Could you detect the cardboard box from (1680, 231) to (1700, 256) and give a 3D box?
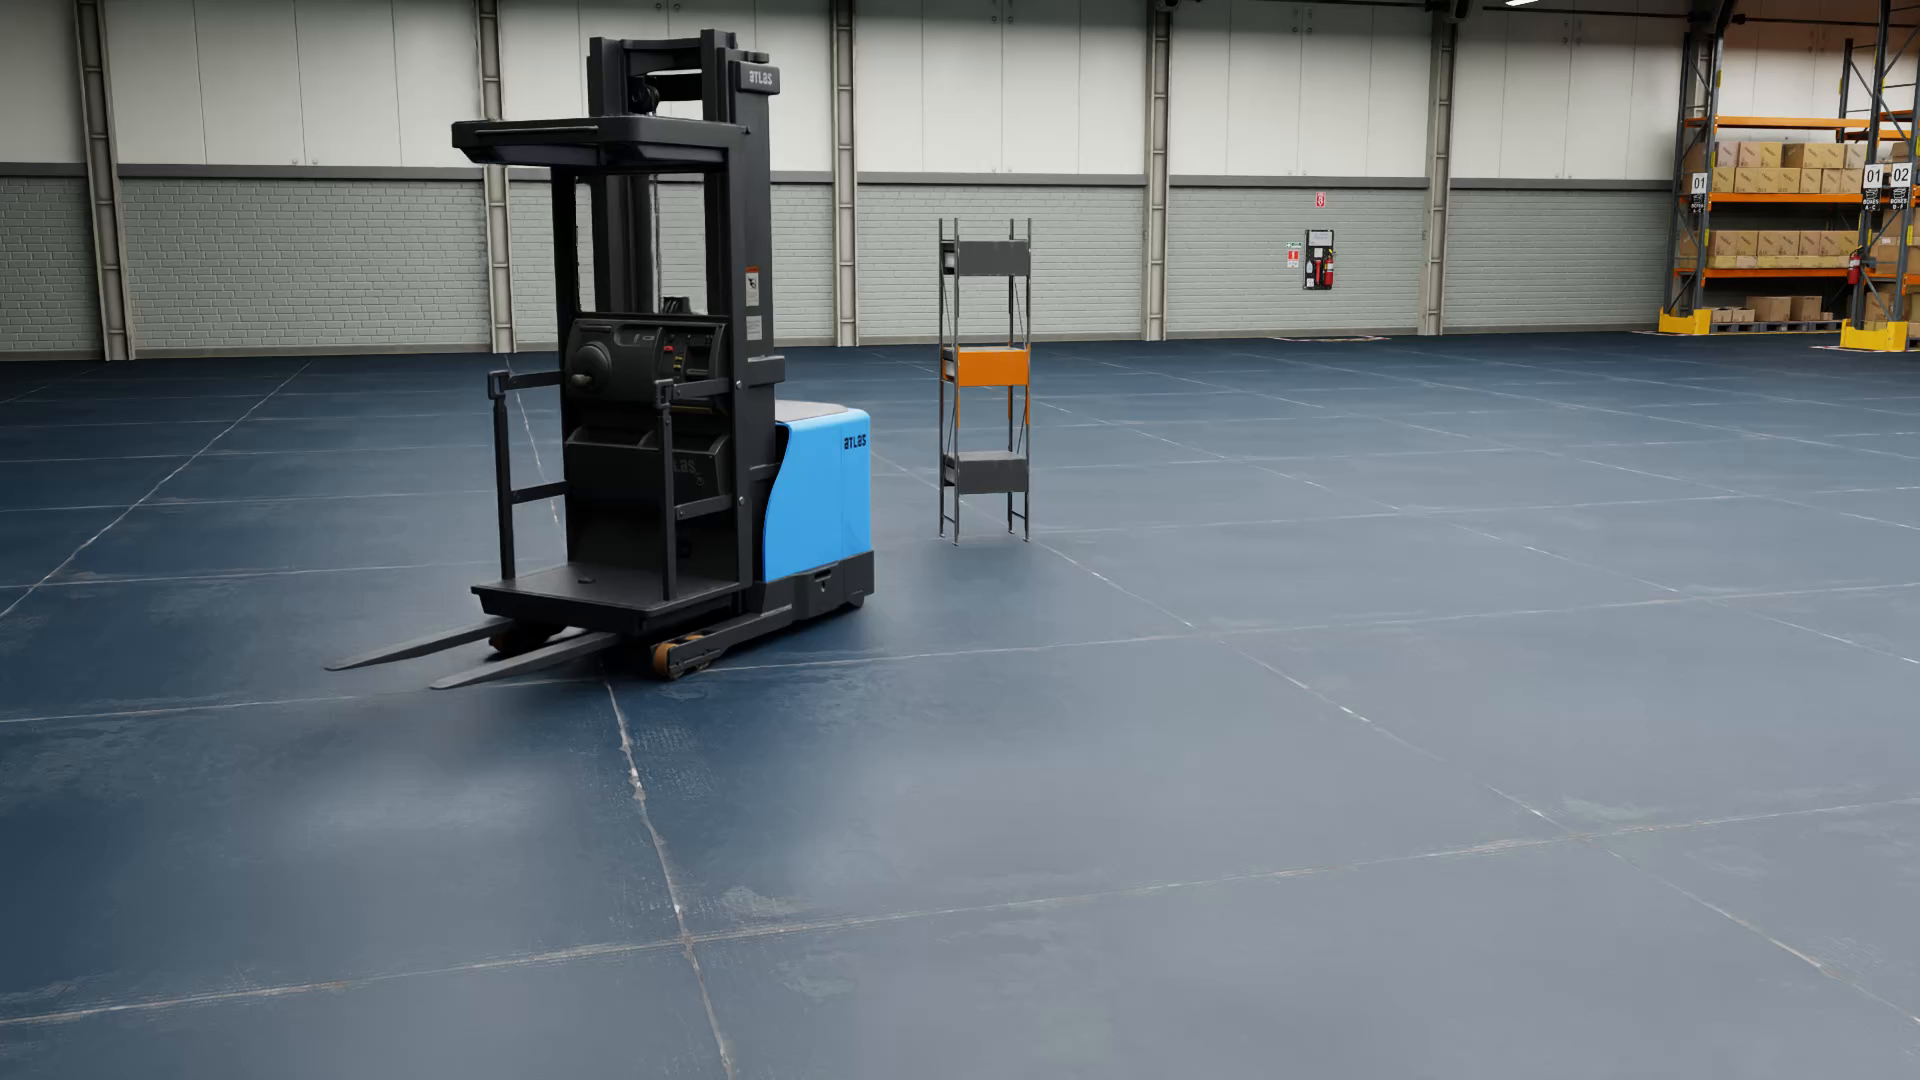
[{"bbox_3d":[15.185,-6.094,34.150,0.500,0.500,0.500,-3,11,-17],"label":"cardboard box"}]

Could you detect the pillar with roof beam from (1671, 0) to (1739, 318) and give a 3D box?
[{"bbox_3d":[16.425,-8.116,30.277,0.548,9.000,9.100,-3,11,-16],"label":"pillar with roof beam"}]

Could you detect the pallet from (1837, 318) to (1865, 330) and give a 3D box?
[{"bbox_3d":[19.379,-4.599,35.443,1.213,0.211,1.003,-3,11,-16],"label":"pallet"}]

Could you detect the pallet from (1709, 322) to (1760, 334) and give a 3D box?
[{"bbox_3d":[15.654,-4.395,34.339,1.213,0.211,1.003,-3,11,-16],"label":"pallet"}]

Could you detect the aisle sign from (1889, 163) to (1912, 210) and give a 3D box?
[{"bbox_3d":[16.202,-6.089,28.656,0.004,0.787,0.394,-3,11,-16],"label":"aisle sign"}]

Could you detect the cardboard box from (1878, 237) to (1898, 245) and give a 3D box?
[{"bbox_3d":[16.493,-5.288,29.416,0.250,0.149,0.380,-3,11,-17],"label":"cardboard box"}]

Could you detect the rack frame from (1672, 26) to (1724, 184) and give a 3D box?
[{"bbox_3d":[14.792,-8.678,33.333,0.127,3.000,1.000,-3,11,-16],"label":"rack frame"}]

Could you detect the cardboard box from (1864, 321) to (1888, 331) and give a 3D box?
[{"bbox_3d":[16.612,-3.800,29.836,0.500,0.250,0.500,-3,11,-16],"label":"cardboard box"}]

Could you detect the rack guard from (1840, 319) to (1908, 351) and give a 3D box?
[{"bbox_3d":[16.157,-3.636,29.419,0.348,0.500,1.175,-3,11,-16],"label":"rack guard"}]

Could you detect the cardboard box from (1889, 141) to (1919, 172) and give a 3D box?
[{"bbox_3d":[16.733,-6.697,29.021,0.637,0.503,0.797,-2,11,-12],"label":"cardboard box"}]

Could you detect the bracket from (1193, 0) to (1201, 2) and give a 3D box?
[{"bbox_3d":[4.198,-9.986,30.496,0.430,0.232,0.235,-3,11,-16],"label":"bracket"}]

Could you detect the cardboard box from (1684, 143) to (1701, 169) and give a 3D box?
[{"bbox_3d":[15.132,-7.821,33.868,0.500,0.500,0.500,-3,11,-13],"label":"cardboard box"}]

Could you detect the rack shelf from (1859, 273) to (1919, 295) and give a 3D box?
[{"bbox_3d":[18.100,-4.614,29.814,4.000,0.370,1.077,-3,11,-16],"label":"rack shelf"}]

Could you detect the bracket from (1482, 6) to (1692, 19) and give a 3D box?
[{"bbox_3d":[12.433,-10.420,32.854,4.783,0.066,0.076,-3,11,-16],"label":"bracket"}]

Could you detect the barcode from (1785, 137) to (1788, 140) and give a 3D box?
[{"bbox_3d":[17.177,-8.344,34.556,0.075,0.075,0.001,-3,11,-16],"label":"barcode"}]

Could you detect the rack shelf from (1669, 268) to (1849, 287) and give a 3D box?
[{"bbox_3d":[16.712,-5.475,34.491,4.000,0.370,1.077,-3,11,-16],"label":"rack shelf"}]

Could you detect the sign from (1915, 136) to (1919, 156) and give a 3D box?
[{"bbox_3d":[16.329,-6.714,28.315,0.005,0.325,0.100,-3,11,-16],"label":"sign"}]

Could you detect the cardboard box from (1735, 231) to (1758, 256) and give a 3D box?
[{"bbox_3d":[15.811,-6.028,33.793,0.500,0.500,0.500,-3,11,-16],"label":"cardboard box"}]

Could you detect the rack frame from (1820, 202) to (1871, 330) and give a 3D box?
[{"bbox_3d":[18.632,-5.930,34.975,0.127,3.000,1.000,-3,11,-16],"label":"rack frame"}]

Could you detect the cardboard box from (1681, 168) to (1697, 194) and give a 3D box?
[{"bbox_3d":[15.121,-7.327,33.947,0.500,0.500,0.500,-2,11,-12],"label":"cardboard box"}]

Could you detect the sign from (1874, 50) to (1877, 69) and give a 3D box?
[{"bbox_3d":[16.042,-8.411,29.080,0.005,0.325,0.100,-3,11,-16],"label":"sign"}]

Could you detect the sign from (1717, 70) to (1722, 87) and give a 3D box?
[{"bbox_3d":[14.943,-9.082,32.728,0.005,0.325,0.100,-3,11,-16],"label":"sign"}]

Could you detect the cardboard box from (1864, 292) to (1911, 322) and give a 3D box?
[{"bbox_3d":[16.611,-4.169,29.770,0.500,0.500,0.500,-3,11,-16],"label":"cardboard box"}]

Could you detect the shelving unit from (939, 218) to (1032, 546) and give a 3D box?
[{"bbox_3d":[0.159,-1.041,10.902,0.503,2.100,0.431,-3,11,-16],"label":"shelving unit"}]

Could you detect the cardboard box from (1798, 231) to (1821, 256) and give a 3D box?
[{"bbox_3d":[17.300,-6.108,34.226,0.500,0.500,0.500,-3,11,-18],"label":"cardboard box"}]

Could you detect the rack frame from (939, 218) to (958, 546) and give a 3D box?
[{"bbox_3d":[-0.075,-1.029,10.835,0.015,2.100,0.400,-3,11,-16],"label":"rack frame"}]

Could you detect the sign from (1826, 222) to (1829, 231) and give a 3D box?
[{"bbox_3d":[18.474,-6.596,35.393,0.005,0.325,0.100,-3,11,-16],"label":"sign"}]

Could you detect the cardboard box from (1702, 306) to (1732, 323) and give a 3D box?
[{"bbox_3d":[15.481,-4.641,34.184,0.500,0.311,0.500,-4,11,-22],"label":"cardboard box"}]

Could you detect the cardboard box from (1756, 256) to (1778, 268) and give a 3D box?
[{"bbox_3d":[16.334,-5.687,34.012,0.500,0.250,0.500,-3,11,-17],"label":"cardboard box"}]

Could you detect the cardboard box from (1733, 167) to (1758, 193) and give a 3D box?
[{"bbox_3d":[15.708,-7.257,33.563,0.500,0.500,0.500,-2,11,-12],"label":"cardboard box"}]

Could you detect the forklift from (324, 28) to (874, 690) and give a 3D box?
[{"bbox_3d":[-1.624,-0.900,7.837,1.130,2.935,3.031,6,12,29],"label":"forklift"}]

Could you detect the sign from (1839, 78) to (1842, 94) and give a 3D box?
[{"bbox_3d":[18.471,-9.514,34.856,0.005,0.325,0.100,-3,11,-16],"label":"sign"}]

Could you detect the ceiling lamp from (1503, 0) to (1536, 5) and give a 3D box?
[{"bbox_3d":[9.430,-10.494,27.074,0.800,3.185,2.000,-3,11,-16],"label":"ceiling lamp"}]

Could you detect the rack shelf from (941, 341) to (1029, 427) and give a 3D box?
[{"bbox_3d":[0.159,-1.028,10.904,0.480,0.518,0.431,-3,11,-16],"label":"rack shelf"}]

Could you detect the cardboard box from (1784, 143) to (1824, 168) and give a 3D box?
[{"bbox_3d":[17.205,-7.826,33.894,0.500,0.500,0.500,-3,11,-18],"label":"cardboard box"}]

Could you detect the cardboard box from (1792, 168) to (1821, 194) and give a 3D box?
[{"bbox_3d":[17.206,-7.338,34.005,0.500,0.500,0.500,-3,11,-18],"label":"cardboard box"}]

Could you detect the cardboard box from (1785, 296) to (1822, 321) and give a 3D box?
[{"bbox_3d":[17.647,-4.858,34.839,0.500,0.500,0.500,-4,11,-20],"label":"cardboard box"}]

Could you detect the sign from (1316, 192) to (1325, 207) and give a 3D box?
[{"bbox_3d":[7.042,-6.649,32.474,0.199,0.298,0.001,-3,11,-16],"label":"sign"}]

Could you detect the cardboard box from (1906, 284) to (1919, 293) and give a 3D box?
[{"bbox_3d":[20.255,-5.376,35.583,0.500,0.250,0.500,-3,11,-18],"label":"cardboard box"}]

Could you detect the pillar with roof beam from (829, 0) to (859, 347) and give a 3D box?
[{"bbox_3d":[-0.857,-7.205,25.329,0.548,9.000,9.100,-3,11,-16],"label":"pillar with roof beam"}]

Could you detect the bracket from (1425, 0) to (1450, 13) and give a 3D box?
[{"bbox_3d":[9.162,-10.248,31.917,0.430,0.232,0.235,-3,11,-16],"label":"bracket"}]

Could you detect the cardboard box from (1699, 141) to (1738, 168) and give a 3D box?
[{"bbox_3d":[15.229,-7.731,33.379,0.500,0.500,0.500,-4,11,-20],"label":"cardboard box"}]

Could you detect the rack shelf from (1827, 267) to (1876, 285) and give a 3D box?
[{"bbox_3d":[20.552,-5.678,35.590,4.000,0.370,1.077,-3,11,-16],"label":"rack shelf"}]

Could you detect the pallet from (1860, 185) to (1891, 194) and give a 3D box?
[{"bbox_3d":[19.255,-7.326,34.790,1.003,0.211,1.213,-3,11,-16],"label":"pallet"}]

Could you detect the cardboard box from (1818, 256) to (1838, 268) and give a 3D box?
[{"bbox_3d":[17.781,-5.766,34.441,0.500,0.250,0.500,-3,11,-16],"label":"cardboard box"}]
